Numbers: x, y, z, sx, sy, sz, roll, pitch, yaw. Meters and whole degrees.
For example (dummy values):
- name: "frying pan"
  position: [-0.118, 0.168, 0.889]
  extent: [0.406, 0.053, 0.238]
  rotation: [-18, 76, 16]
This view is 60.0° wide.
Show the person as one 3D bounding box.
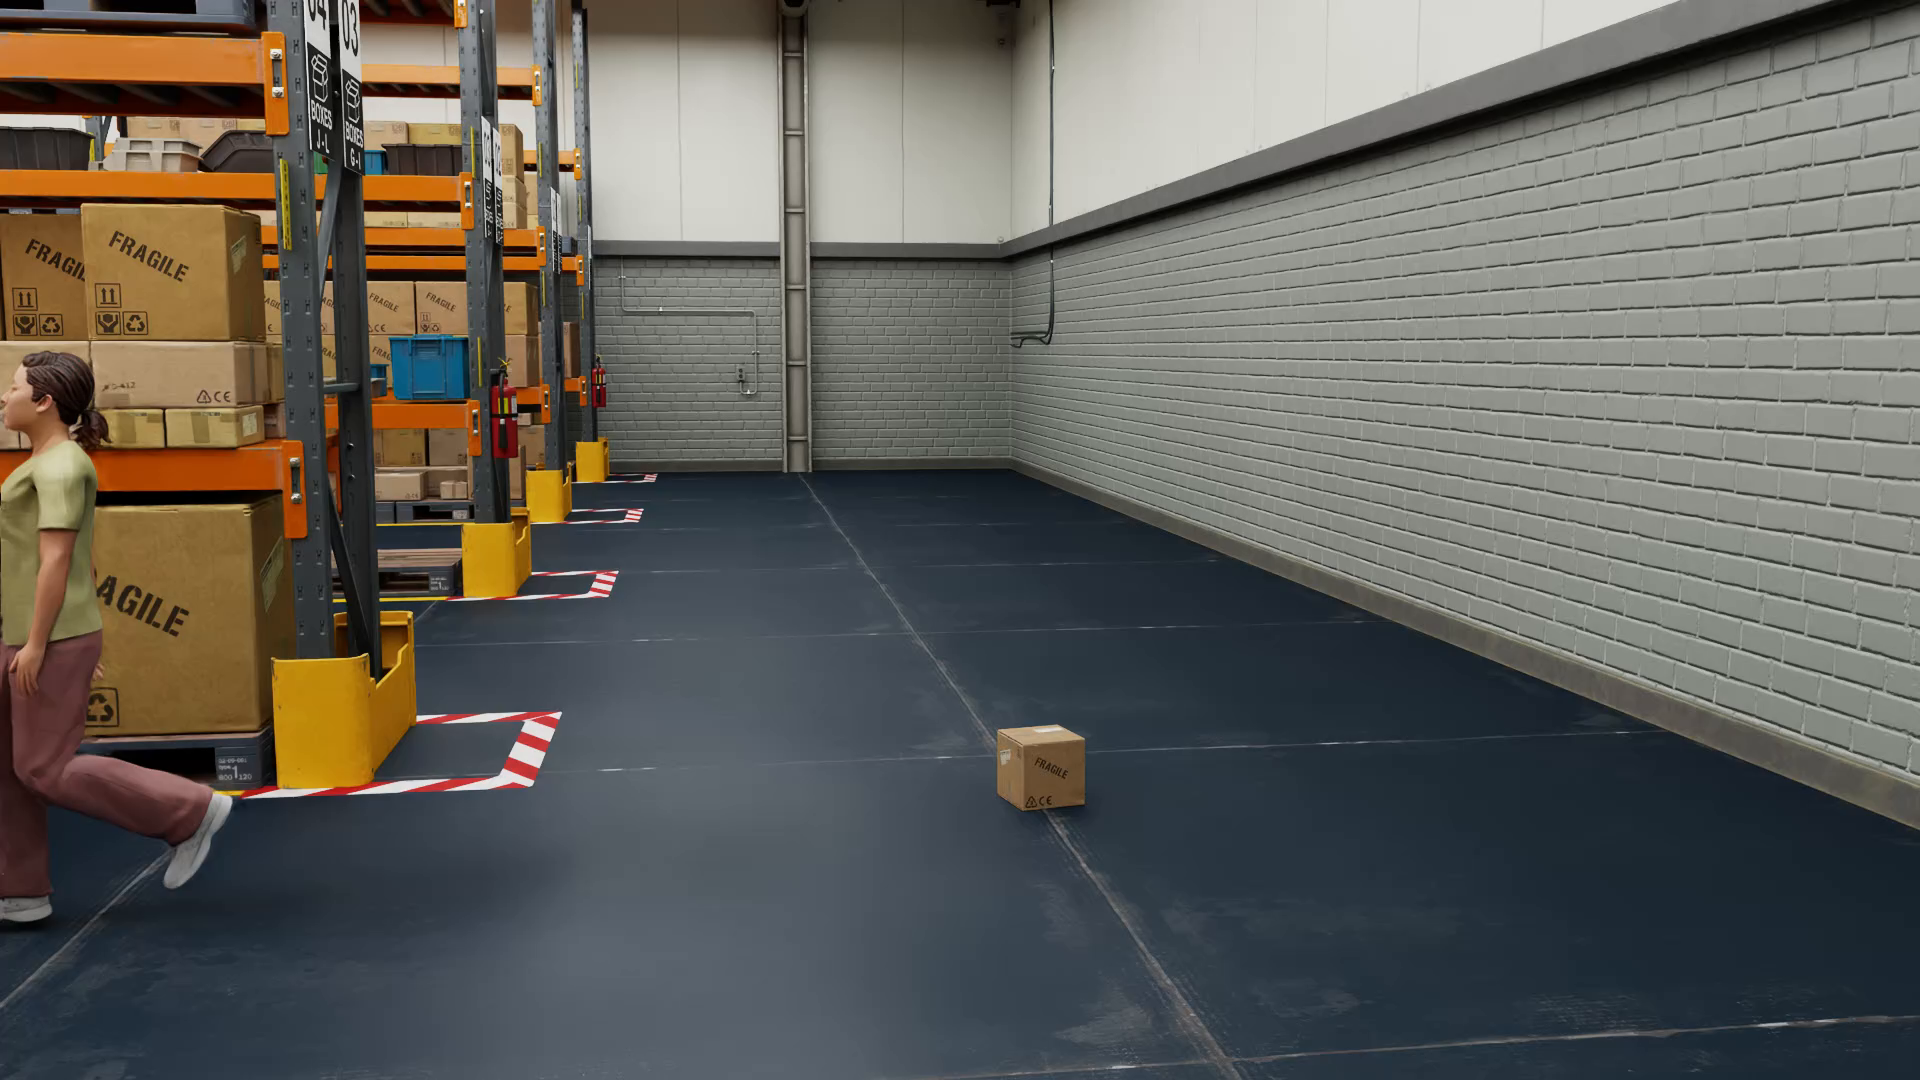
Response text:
- name: "person"
  position: [-2.562, 0.282, 4.786]
  extent: [0.788, 1.645, 0.442]
  rotation: [-4, 8, -32]
